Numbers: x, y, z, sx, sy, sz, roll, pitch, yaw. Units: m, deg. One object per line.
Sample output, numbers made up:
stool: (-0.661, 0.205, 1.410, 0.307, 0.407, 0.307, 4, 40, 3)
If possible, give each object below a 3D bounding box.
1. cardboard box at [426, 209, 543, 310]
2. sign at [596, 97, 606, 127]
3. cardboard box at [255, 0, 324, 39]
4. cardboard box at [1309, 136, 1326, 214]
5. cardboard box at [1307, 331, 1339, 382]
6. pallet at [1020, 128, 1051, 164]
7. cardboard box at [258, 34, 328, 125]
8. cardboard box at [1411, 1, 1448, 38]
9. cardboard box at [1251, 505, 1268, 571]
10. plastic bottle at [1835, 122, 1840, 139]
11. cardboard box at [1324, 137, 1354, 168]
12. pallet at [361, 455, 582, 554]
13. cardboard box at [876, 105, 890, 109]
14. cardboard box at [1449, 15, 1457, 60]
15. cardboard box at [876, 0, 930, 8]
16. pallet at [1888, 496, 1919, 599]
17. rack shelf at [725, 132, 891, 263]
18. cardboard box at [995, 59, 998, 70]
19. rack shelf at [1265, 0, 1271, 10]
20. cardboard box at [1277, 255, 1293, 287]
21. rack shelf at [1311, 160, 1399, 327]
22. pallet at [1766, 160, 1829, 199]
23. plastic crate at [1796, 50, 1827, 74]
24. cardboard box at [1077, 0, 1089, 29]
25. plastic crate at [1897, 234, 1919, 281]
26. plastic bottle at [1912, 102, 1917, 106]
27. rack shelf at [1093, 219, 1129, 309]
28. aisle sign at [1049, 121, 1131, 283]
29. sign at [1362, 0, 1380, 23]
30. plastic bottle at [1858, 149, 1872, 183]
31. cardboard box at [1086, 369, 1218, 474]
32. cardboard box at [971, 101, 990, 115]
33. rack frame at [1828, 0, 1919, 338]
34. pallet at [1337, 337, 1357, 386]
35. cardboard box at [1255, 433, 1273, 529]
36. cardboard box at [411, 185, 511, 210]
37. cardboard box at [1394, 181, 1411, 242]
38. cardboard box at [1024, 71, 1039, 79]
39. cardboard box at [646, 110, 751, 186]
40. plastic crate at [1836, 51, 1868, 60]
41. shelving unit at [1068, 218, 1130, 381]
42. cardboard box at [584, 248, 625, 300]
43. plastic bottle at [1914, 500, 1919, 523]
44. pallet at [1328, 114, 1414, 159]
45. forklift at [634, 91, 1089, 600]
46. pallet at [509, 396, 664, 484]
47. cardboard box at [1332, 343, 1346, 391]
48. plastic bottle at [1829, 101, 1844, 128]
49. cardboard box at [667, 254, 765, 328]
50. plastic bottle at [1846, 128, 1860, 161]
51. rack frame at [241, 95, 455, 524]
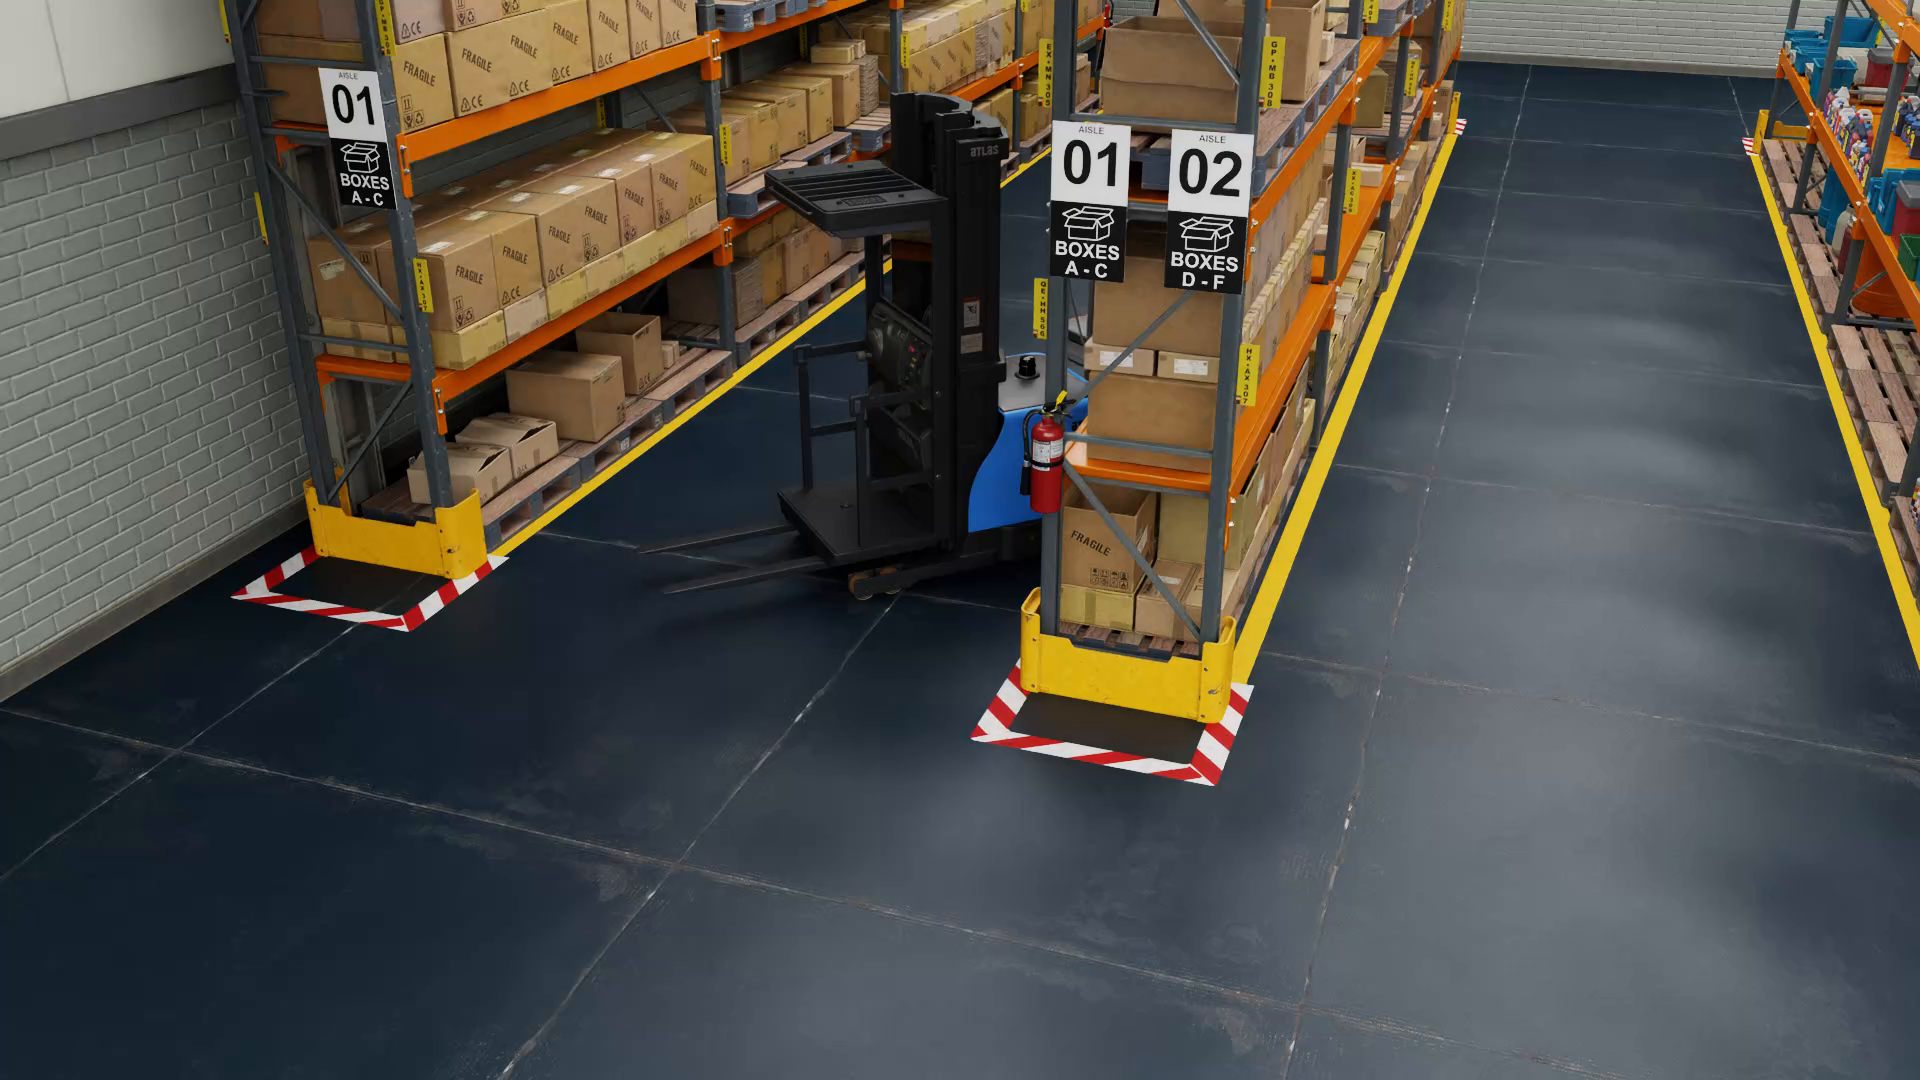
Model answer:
cardboard box: (-3.115, -1.846, 10.909, 0.500, 0.500, 0.500, 9, 27, 18)
sign: (-2.924, -3.457, 13.618, 0.100, 0.325, 0.005, 9, 27, 17)
cardboard box: (-3.834, -3.282, 9.859, 0.500, 0.500, 0.500, 10, 28, 20)
cardboard box: (2.131, -2.585, 11.544, 0.700, 0.500, 0.500, 9, 27, 18)
cardboard box: (2.645, -1.477, 12.889, 0.500, 0.311, 0.500, 9, 27, 18)
pallet: (0.589, -5.190, 21.727, 1.003, 0.211, 1.213, 9, 27, 17)
cardboard box: (-3.831, -2.825, 10.063, 0.500, 0.500, 0.500, 11, 28, 21)
cardboard box: (5.357, -6.075, 19.093, 0.500, 0.500, 0.500, 9, 27, 19)
cardboard box: (1.660, -0.047, 10.578, 0.500, 0.250, 0.500, 9, 27, 17)
plastic bottle: (8.719, -4.059, 16.419, 0.097, 0.201, 0.097, 0, 26, 0)
cardboard box: (3.061, -3.136, 14.171, 0.500, 0.500, 0.500, 7, 27, 15)
pallet: (-3.402, -0.318, 11.664, 1.003, 0.211, 1.213, 9, 27, 17)
cardboard box: (-0.741, -4.498, 17.363, 0.380, 0.149, 0.250, 8, 27, 17)
cardboard box: (5.865, -6.267, 20.638, 0.500, 0.500, 0.500, 8, 27, 17)
cardboard box: (-0.644, -5.882, 18.616, 0.500, 0.250, 0.500, 8, 27, 16)
pallet: (6.680, 0.105, 10.790, 1.003, 0.211, 1.213, 9, 27, 17)
rack shelf: (-1.734, -3.355, 15.562, 1.077, 0.370, 4.000, 9, 27, 17)
cardboard box: (0.227, -5.653, 19.749, 0.380, 0.149, 0.250, 10, 27, 19)
rack shelf: (1.607, -3.514, 9.466, 1.077, 0.370, 4.000, 9, 27, 17)
cardboard box: (1.875, -1.703, 10.465, 0.380, 0.149, 0.250, 10, 27, 19)
rack shelf: (2.938, -2.638, 14.081, 1.077, 0.370, 4.000, 9, 27, 17)
pallet: (10.217, -4.263, 19.813, 1.003, 0.211, 1.213, 9, 27, 17)
plastic crate: (10.005, -5.585, 19.466, 0.416, 0.233, 0.300, 9, 27, 17)
cardboard box: (1.202, -7.411, 22.771, 0.980, 0.700, 0.700, 9, 27, 17)
plastic crate: (7.256, -2.081, 12.349, 0.450, 0.188, 0.662, 9, 27, 17)
plastic bottle: (9.657, -4.293, 16.816, 0.152, 0.276, 0.135, 9, 27, 17)
rack shelf: (0.955, -1.899, 11.174, 0.480, 0.518, 0.431, -18, 33, -33)
aisle sign: (0.643, -1.681, 8.298, 0.394, 0.787, 0.004, 9, 27, 17)
sign: (2.797, -3.678, 11.278, 0.100, 0.325, 0.005, 9, 27, 17)
plastic bottle: (8.083, -3.334, 14.828, 0.061, 0.283, 0.133, 9, 27, 17)
cardboard box: (1.109, -0.731, 9.203, 0.700, 0.500, 0.500, 9, 27, 17)
cardboard box: (-0.124, -4.714, 19.529, 0.750, 0.750, 0.750, 10, 27, 19)
rack frame: (8.274, -3.064, 14.135, 1.000, 3.000, 0.127, 9, 27, 17)
pallet: (2.886, -1.696, 14.511, 1.003, 0.211, 1.213, 9, 27, 17)
cardboard box: (1.649, -0.386, 10.418, 0.500, 0.500, 0.500, 9, 27, 17)
cardboard box: (-3.430, -2.135, 11.506, 0.500, 0.500, 0.500, 8, 27, 16)
cardboard box: (4.365, -3.423, 17.242, 0.500, 0.500, 0.500, 8, 27, 17)
cardboard box: (1.068, -6.121, 22.093, 0.380, 0.149, 0.250, 8, 27, 16)
cardboard box: (-2.198, -3.304, 14.012, 0.700, 0.500, 0.500, 9, 27, 18)
plastic crate: (10.725, -5.781, 19.982, 0.396, 0.136, 0.243, 9, 27, 17)
shelving unit: (0.945, -1.288, 11.486, 0.503, 2.100, 0.431, -18, 33, -33)
cardboard box: (-2.764, -1.940, 11.964, 0.500, 0.250, 0.500, 9, 27, 18)
plastic bottle: (6.356, -0.207, 10.942, 0.097, 0.201, 0.097, 0, 26, 0)
pallet: (3.763, -3.986, 16.260, 1.213, 0.211, 1.003, 9, 27, 17)
forklift: (-0.569, -1.204, 10.373, 3.031, 2.935, 1.130, -11, 28, -22)
pallet: (-2.994, -0.817, 12.696, 1.003, 0.211, 1.213, 9, 27, 17)
cardboard box: (2.812, -1.431, 13.436, 0.500, 0.250, 0.500, 9, 27, 19)
plastic bottle: (8.905, -4.320, 16.879, 0.097, 0.271, 0.097, 0, 26, 0)
cardboard box: (-2.170, -2.234, 14.786, 0.700, 0.500, 0.500, 10, 27, 19)
plastic bottle: (8.386, -3.709, 15.602, 0.061, 0.283, 0.133, 9, 27, 17)
rack frame: (-3.731, -1.213, 10.313, 1.000, 3.000, 0.127, 9, 27, 17)
